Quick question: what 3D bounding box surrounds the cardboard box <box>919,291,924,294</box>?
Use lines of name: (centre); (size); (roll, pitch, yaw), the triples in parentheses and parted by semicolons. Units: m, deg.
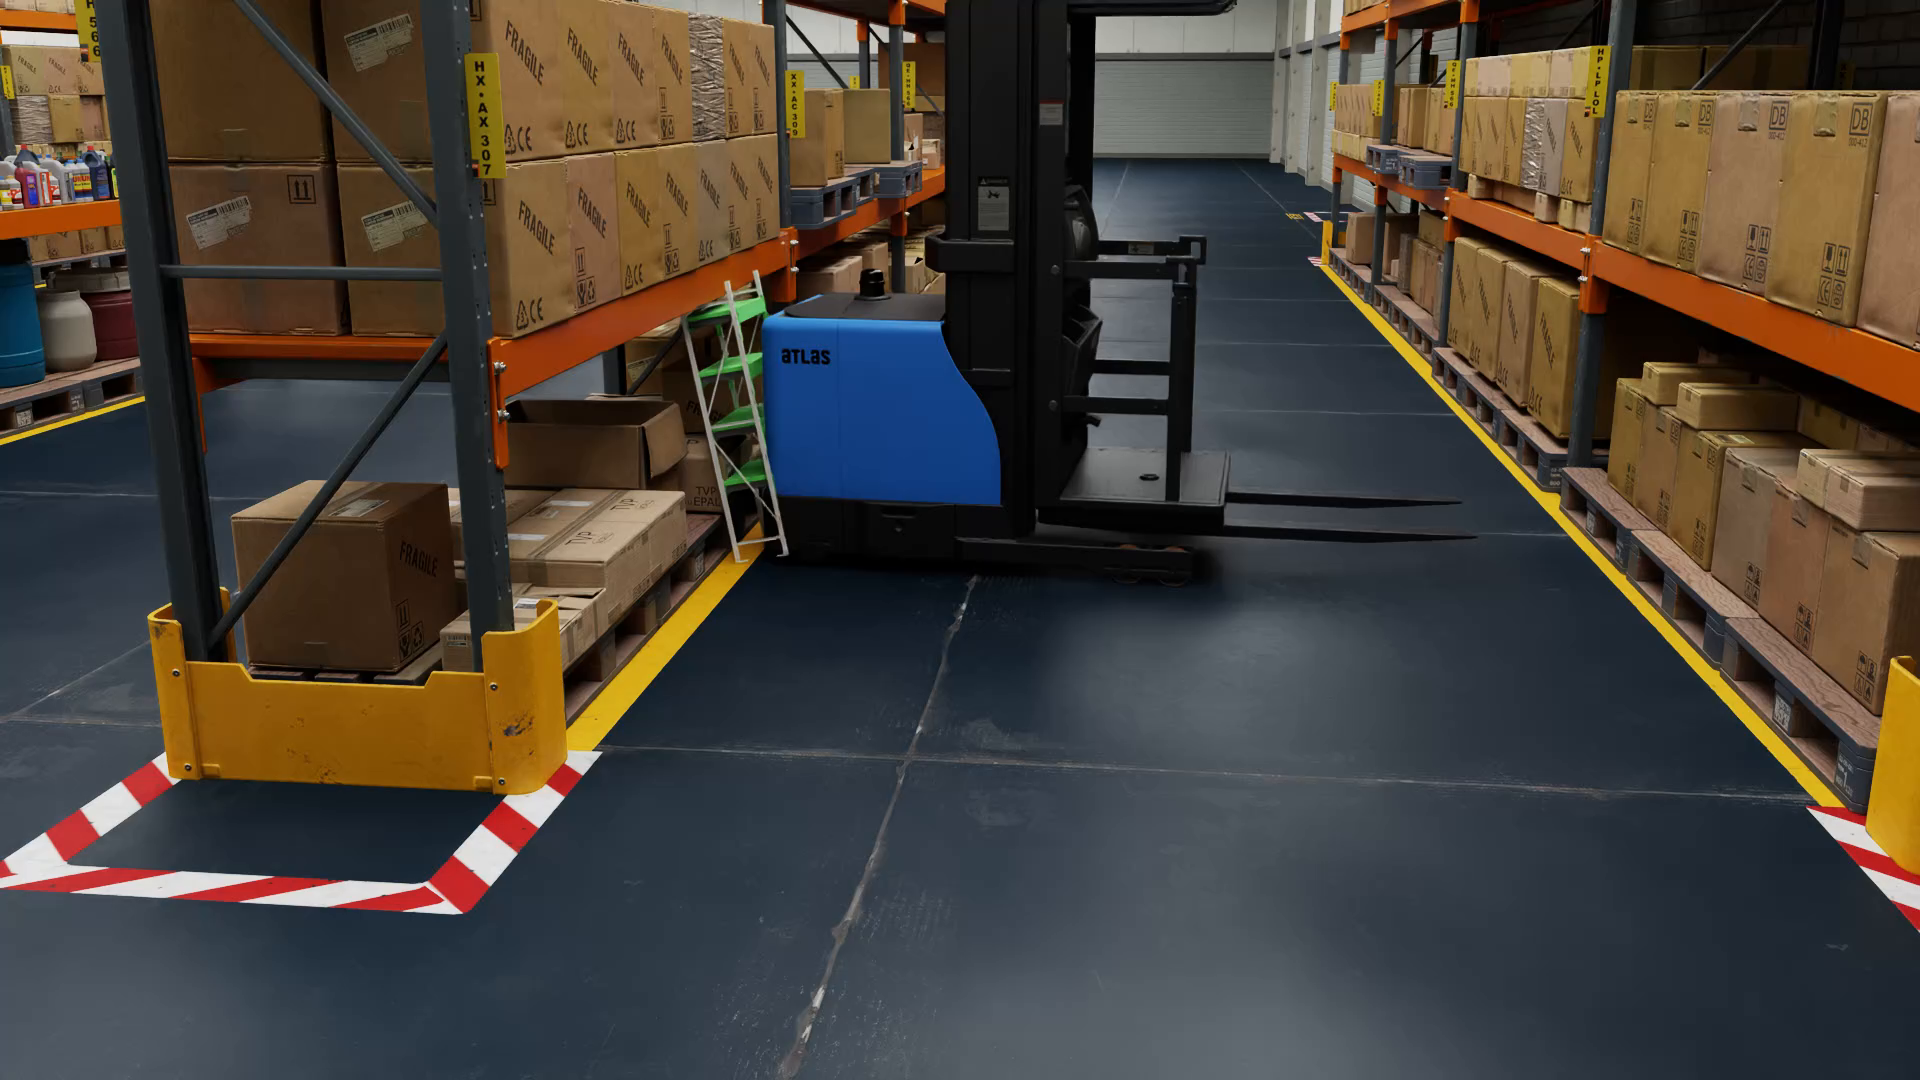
cardboard box: (-0.565, -1.816, 13.093); (0.500, 0.250, 0.500); (2, 15, 6)

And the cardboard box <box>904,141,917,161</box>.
cardboard box: (-0.623, -2.996, 13.167); (0.500, 0.311, 0.500); (2, 15, 6)

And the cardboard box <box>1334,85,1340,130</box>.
cardboard box: (4.556, -4.927, 18.950); (0.500, 0.500, 0.500); (2, 15, 6)

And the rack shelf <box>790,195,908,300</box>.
rack shelf: (-1.142, -1.947, 10.494); (1.077, 0.370, 4.000); (2, 15, 6)

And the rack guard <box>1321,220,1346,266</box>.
rack guard: (4.900, -3.517, 19.709); (1.175, 0.500, 0.348); (2, 15, 6)

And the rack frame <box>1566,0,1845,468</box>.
rack frame: (3.555, -1.631, 7.946); (1.000, 3.000, 0.127); (2, 15, 6)

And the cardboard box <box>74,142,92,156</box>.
cardboard box: (-9.855, -4.328, 18.401); (0.380, 0.149, 0.250); (2, 15, 6)

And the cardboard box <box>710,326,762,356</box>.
cardboard box: (-1.071, -0.900, 9.188); (0.500, 0.500, 0.500); (1, 15, 4)

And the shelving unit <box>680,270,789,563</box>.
shelving unit: (-0.940, -0.552, 7.338); (0.258, 1.200, 0.503); (-9, 13, 10)

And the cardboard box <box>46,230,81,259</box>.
cardboard box: (-10.166, -3.391, 18.439); (0.500, 0.500, 0.500); (7, 17, 24)

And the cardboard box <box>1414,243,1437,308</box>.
cardboard box: (4.285, -2.253, 14.194); (0.700, 0.500, 0.500); (2, 15, 7)

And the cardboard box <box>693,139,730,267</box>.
cardboard box: (-1.282, -1.420, 6.974); (0.500, 0.500, 0.500); (2, 15, 8)

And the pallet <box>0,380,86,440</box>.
pallet: (-6.160, -0.775, 10.124); (1.003, 0.211, 1.213); (2, 15, 6)

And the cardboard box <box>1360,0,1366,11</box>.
cardboard box: (4.433, -5.757, 17.229); (0.500, 0.500, 0.500); (3, 15, 10)

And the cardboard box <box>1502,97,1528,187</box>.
cardboard box: (3.521, -2.352, 9.812); (0.500, 0.500, 0.500); (2, 15, 8)

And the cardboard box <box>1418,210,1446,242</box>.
cardboard box: (4.345, -2.767, 14.659); (0.500, 0.250, 0.500); (1, 15, 5)

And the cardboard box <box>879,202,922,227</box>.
cardboard box: (-0.562, -3.344, 17.308); (0.500, 0.500, 0.500); (2, 15, 6)

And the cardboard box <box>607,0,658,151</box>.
cardboard box: (-1.394, -1.642, 5.880); (0.500, 0.500, 0.500); (2, 15, 7)

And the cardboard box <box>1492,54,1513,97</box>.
cardboard box: (3.586, -2.852, 10.227); (0.500, 0.250, 0.500); (2, 15, 7)

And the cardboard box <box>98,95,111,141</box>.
cardboard box: (-10.050, -4.840, 19.052); (0.875, 0.500, 0.500); (2, 15, 6)

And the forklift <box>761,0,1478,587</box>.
forklift: (0.708, -1.370, 7.112); (3.031, 2.935, 1.130); (3, 15, 10)

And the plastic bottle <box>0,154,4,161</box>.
plastic bottle: (-6.386, -2.432, 11.005); (0.144, 0.351, 0.185); (2, 15, 6)

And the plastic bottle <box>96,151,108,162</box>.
plastic bottle: (-6.260, -2.677, 12.054); (0.152, 0.276, 0.135); (2, 15, 6)

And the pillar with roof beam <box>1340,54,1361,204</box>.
pillar with roof beam: (2.766, -10.671, 29.886); (9.100, 9.000, 0.400); (2, 15, 6)

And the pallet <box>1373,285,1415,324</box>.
pallet: (4.371, -2.157, 15.236); (1.003, 0.211, 1.213); (2, 15, 6)

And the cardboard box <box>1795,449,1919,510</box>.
cardboard box: (2.945, -0.192, 5.366); (0.380, 0.149, 0.250); (2, 15, 8)

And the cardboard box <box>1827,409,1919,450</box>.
cardboard box: (3.409, -0.377, 6.053); (0.380, 0.149, 0.250); (2, 15, 7)

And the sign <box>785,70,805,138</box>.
sign: (-0.828, -2.179, 8.317); (0.100, 0.325, 0.005); (2, 15, 6)

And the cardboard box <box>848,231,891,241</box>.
cardboard box: (-0.878, -2.633, 15.041); (0.500, 0.311, 0.500); (1, 15, 4)

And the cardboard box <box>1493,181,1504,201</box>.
cardboard box: (3.682, -2.277, 10.781); (0.380, 0.149, 0.250); (2, 15, 6)

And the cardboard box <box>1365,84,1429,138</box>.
cardboard box: (4.204, -4.136, 16.025); (0.500, 0.500, 0.500); (2, 15, 6)

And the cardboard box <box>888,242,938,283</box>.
cardboard box: (-0.455, -2.355, 14.013); (0.500, 0.311, 0.500); (1, 15, 5)

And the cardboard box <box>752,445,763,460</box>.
cardboard box: (-1.133, -0.357, 7.853); (0.380, 0.149, 0.250); (2, 15, 6)

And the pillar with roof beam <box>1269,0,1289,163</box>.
pillar with roof beam: (4.797, -15.339, 47.151); (9.100, 9.000, 0.400); (2, 15, 6)

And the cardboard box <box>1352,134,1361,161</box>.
cardboard box: (4.316, -4.034, 17.084); (0.500, 0.250, 0.500); (2, 15, 6)

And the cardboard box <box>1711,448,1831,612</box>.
cardboard box: (3.196, -0.034, 6.025); (0.700, 0.500, 0.500); (1, 15, 4)

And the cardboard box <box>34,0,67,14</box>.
cardboard box: (-9.948, -5.765, 17.778); (0.500, 0.250, 0.500); (2, 15, 6)

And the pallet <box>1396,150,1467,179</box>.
pallet: (4.189, -3.090, 13.711); (1.003, 0.211, 1.213); (2, 15, 6)

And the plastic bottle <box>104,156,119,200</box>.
plastic bottle: (-5.624, -2.407, 11.041); (0.061, 0.283, 0.133); (2, 15, 6)

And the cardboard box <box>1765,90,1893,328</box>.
cardboard box: (3.222, -1.060, 5.259); (0.980, 0.700, 0.700); (2, 15, 6)

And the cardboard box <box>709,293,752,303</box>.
cardboard box: (-1.420, -1.308, 10.697); (0.500, 0.500, 0.500); (1, 15, 4)

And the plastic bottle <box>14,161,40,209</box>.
plastic bottle: (-5.723, -2.179, 10.197); (0.061, 0.283, 0.133); (2, 15, 6)

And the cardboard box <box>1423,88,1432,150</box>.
cardboard box: (4.253, -3.519, 13.894); (0.700, 0.500, 0.500); (4, 16, 14)

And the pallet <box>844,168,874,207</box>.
pallet: (-1.131, -2.216, 10.478); (1.003, 0.211, 1.213); (2, 15, 6)

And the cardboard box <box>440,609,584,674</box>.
cardboard box: (-1.430, 0.327, 5.324); (0.380, 0.149, 0.250); (2, 15, 6)

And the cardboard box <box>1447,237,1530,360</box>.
cardboard box: (3.793, -1.646, 11.317); (0.750, 0.750, 0.750); (1, 15, 6)

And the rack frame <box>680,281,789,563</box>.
rack frame: (-0.971, -0.492, 7.104); (0.240, 1.200, 0.015); (-9, 13, 10)

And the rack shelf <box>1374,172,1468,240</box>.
rack shelf: (4.232, -2.839, 13.795); (1.077, 0.370, 4.000); (2, 15, 6)

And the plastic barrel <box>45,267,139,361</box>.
plastic barrel: (-6.003, -1.578, 11.567); (0.600, 0.588, 0.708); (2, 15, 6)

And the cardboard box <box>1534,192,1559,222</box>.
cardboard box: (3.362, -1.817, 9.079); (0.380, 0.149, 0.250); (2, 15, 6)

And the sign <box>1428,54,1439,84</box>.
sign: (5.458, -5.433, 19.184); (0.100, 0.325, 0.005); (2, 15, 6)
